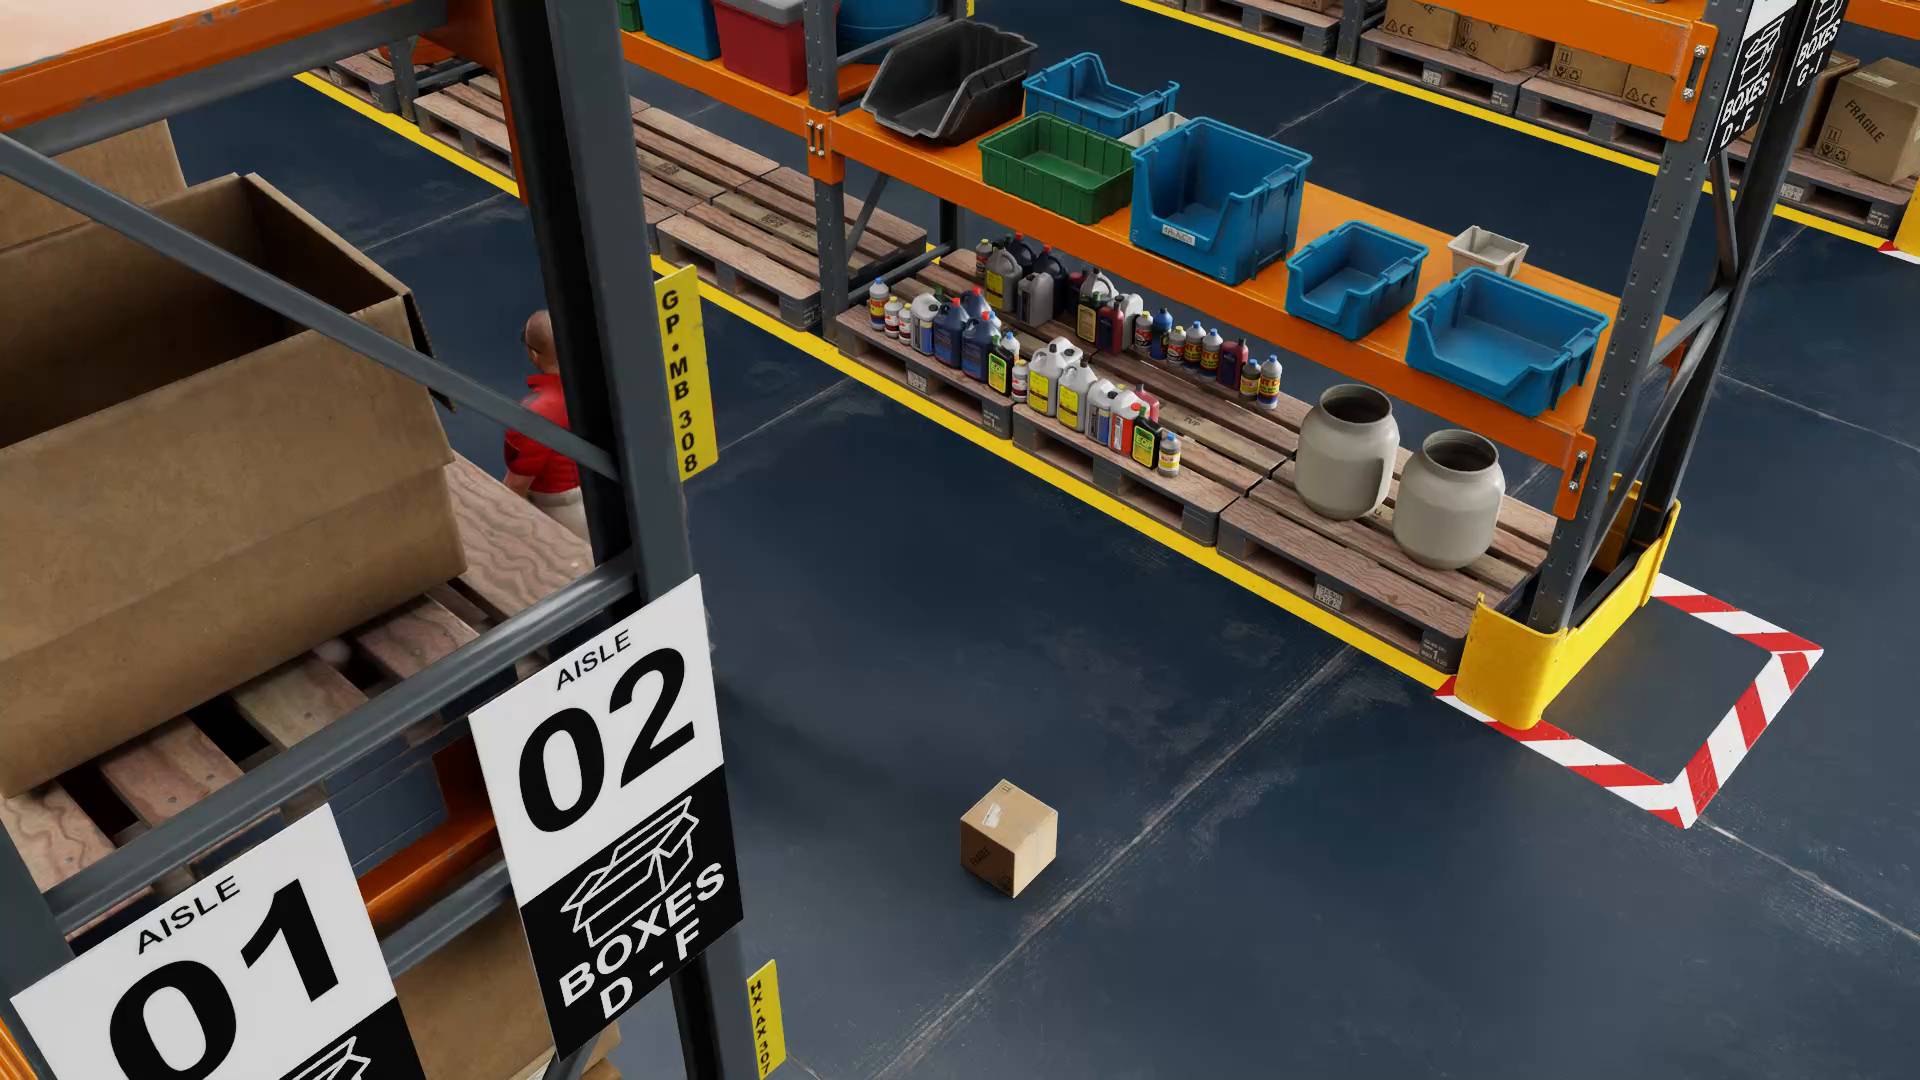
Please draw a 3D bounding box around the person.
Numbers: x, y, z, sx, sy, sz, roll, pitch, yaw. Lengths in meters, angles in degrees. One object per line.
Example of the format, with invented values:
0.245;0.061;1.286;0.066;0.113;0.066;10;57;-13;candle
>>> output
-1.520;-0.169;6.355;1.053;1.662;0.548;20;43;23;person
